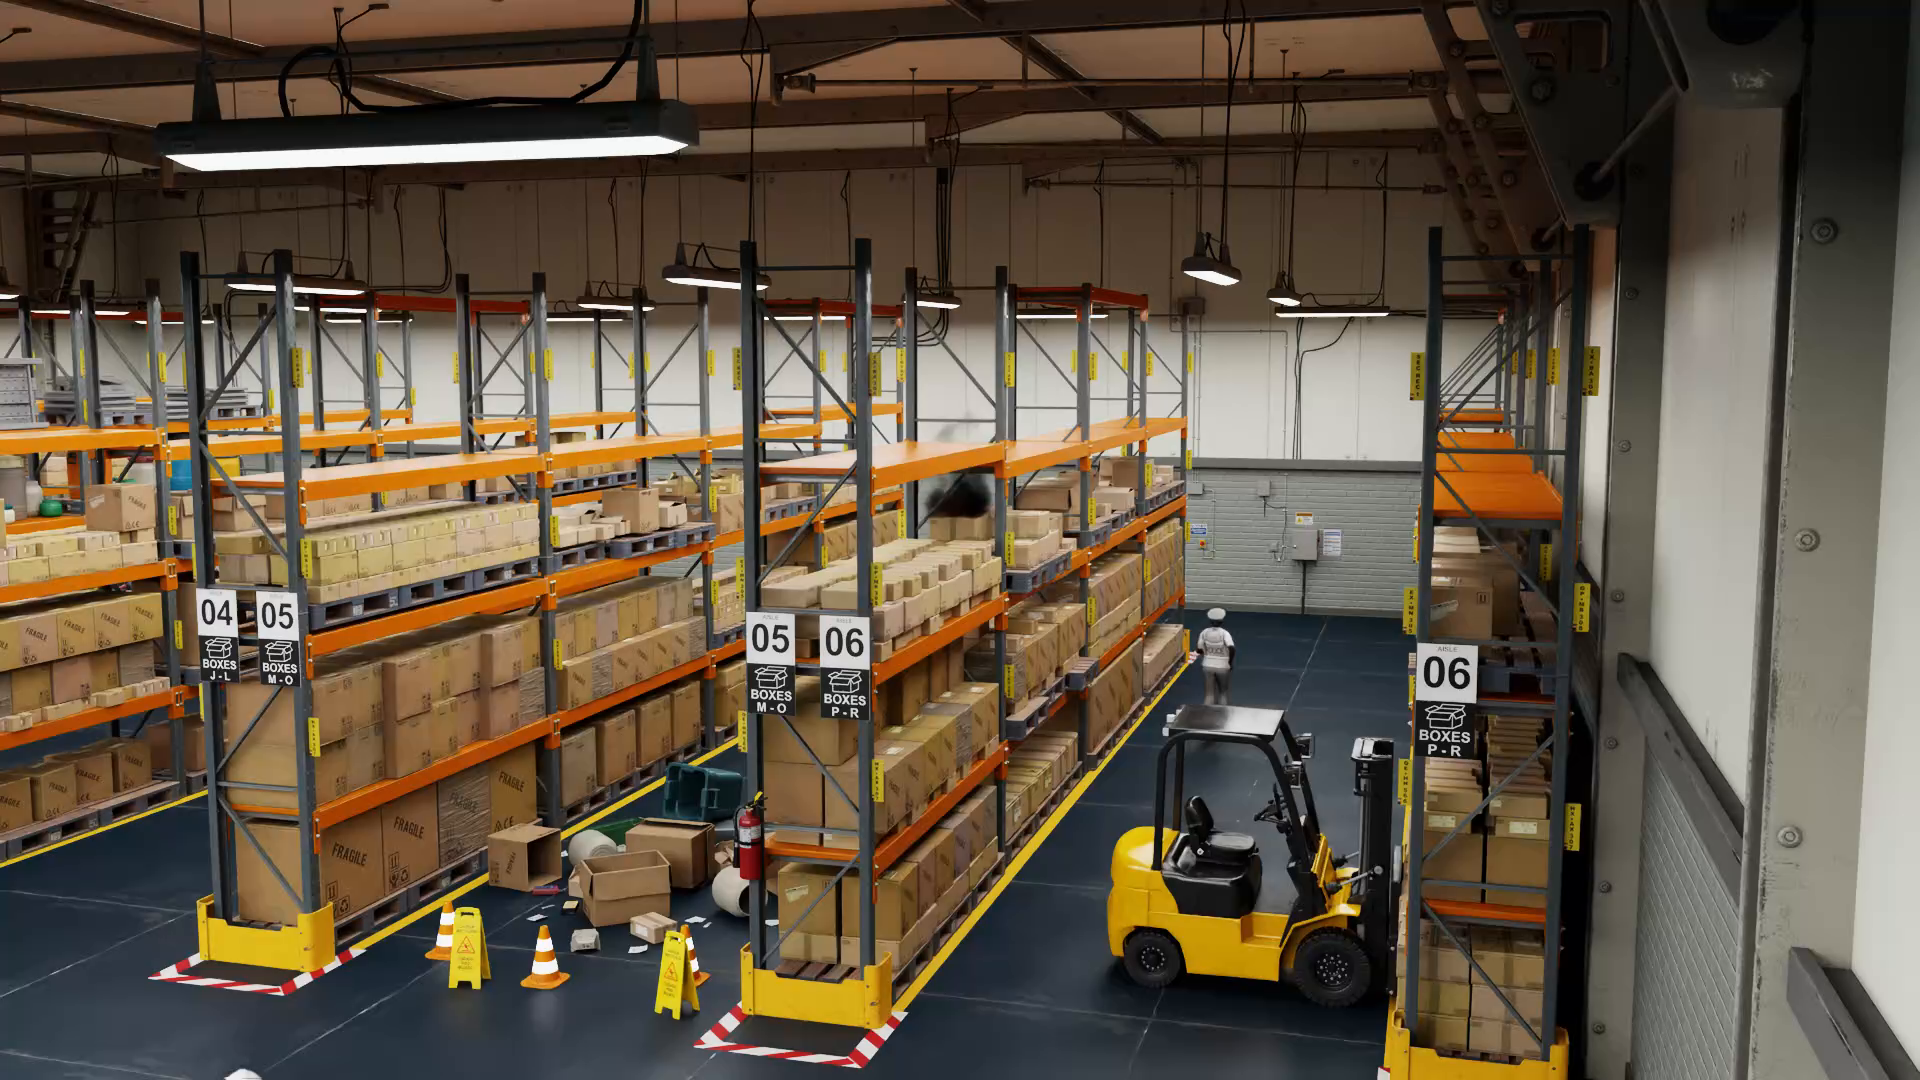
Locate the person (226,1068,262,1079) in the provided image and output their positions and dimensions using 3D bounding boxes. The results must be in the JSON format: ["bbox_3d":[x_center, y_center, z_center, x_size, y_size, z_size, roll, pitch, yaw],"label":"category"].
[{"bbox_3d":[-3.375,3.387,7.895,0.662,1.846,0.836,-3,7,-24],"label":"person"}]

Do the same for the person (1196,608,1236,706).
[{"bbox_3d":[3.471,1.794,22.562,0.560,1.744,0.784,2,7,15],"label":"person"}]
